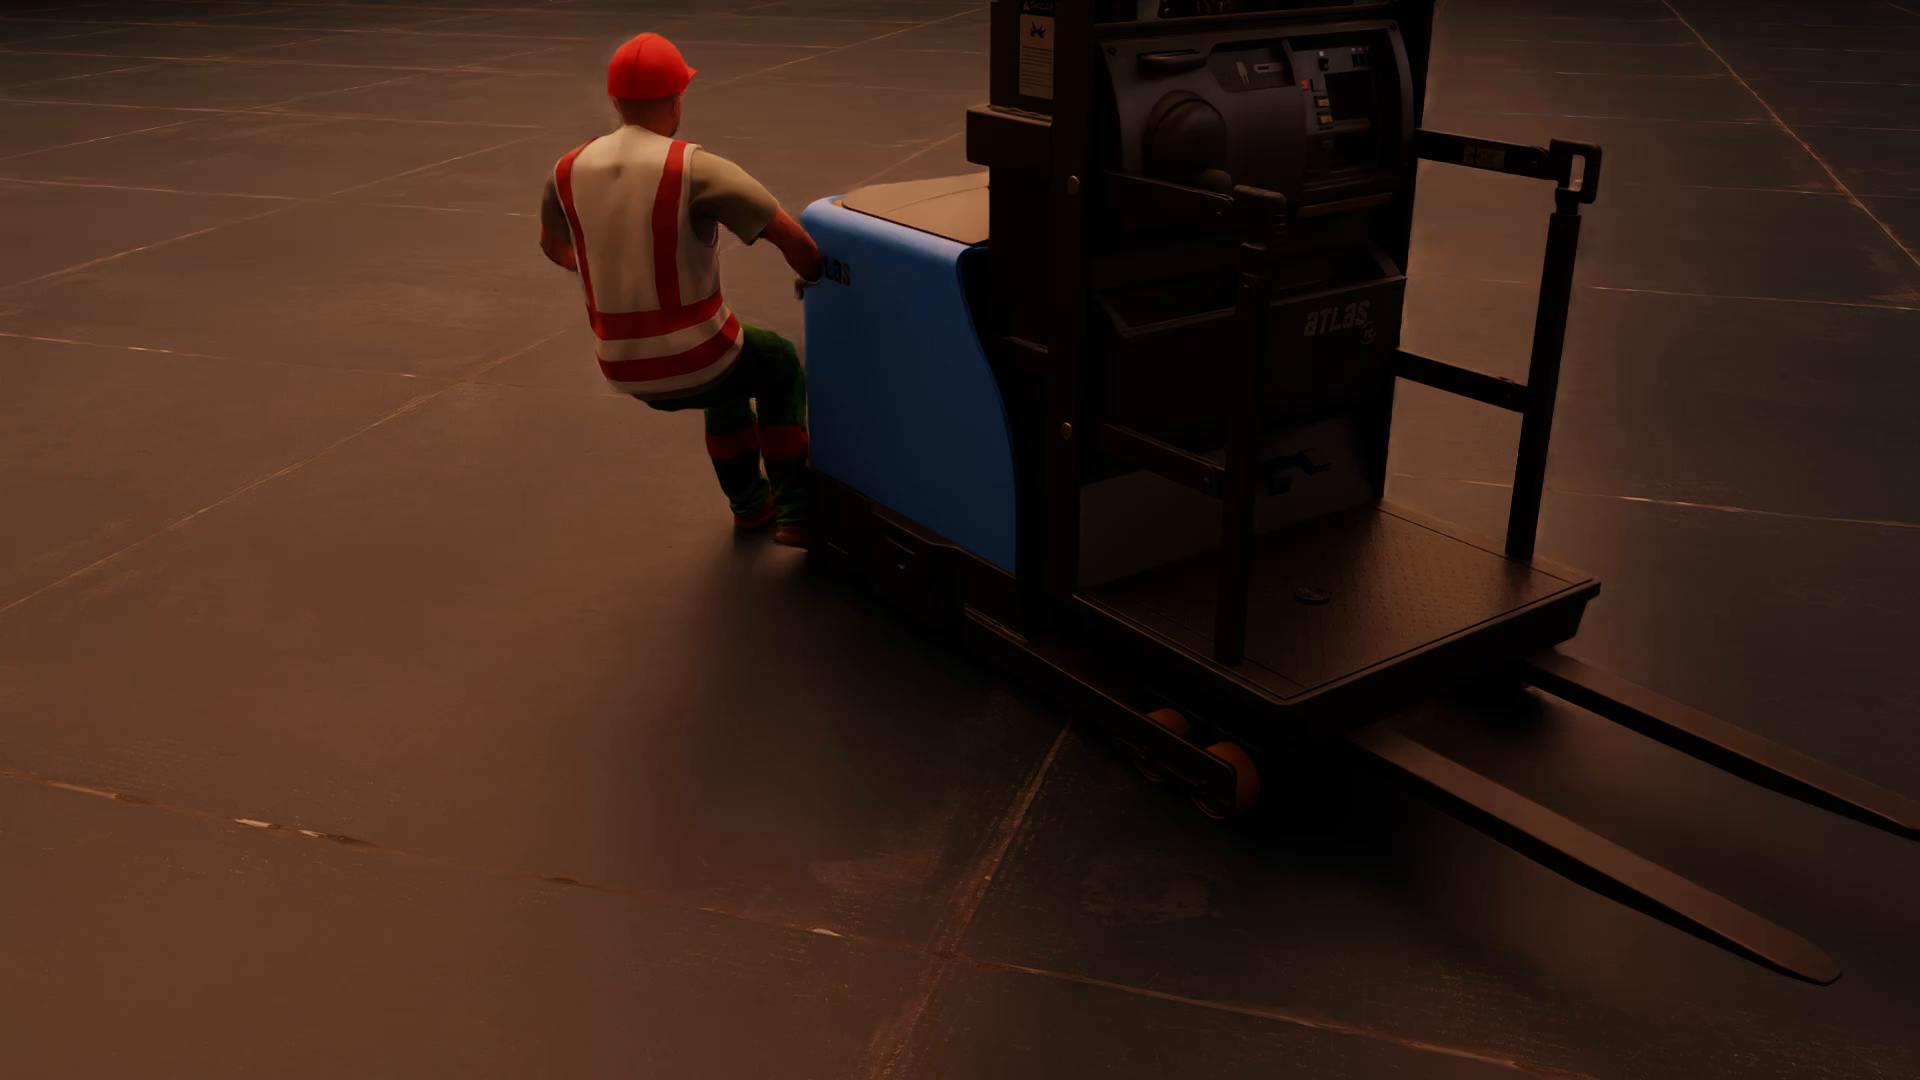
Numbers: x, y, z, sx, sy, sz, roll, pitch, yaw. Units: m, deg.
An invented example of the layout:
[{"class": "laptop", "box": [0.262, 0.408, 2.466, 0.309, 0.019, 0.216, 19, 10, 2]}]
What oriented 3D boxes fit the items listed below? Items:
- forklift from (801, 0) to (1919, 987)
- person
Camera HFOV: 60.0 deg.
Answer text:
[{"class": "forklift", "box": [0.816, -0.955, 3.592, 1.130, 2.935, 3.031, -15, 27, -33]}, {"class": "person", "box": [-0.722, -0.667, 4.764, 0.817, 1.547, 0.882, 6, 23, 14]}]
